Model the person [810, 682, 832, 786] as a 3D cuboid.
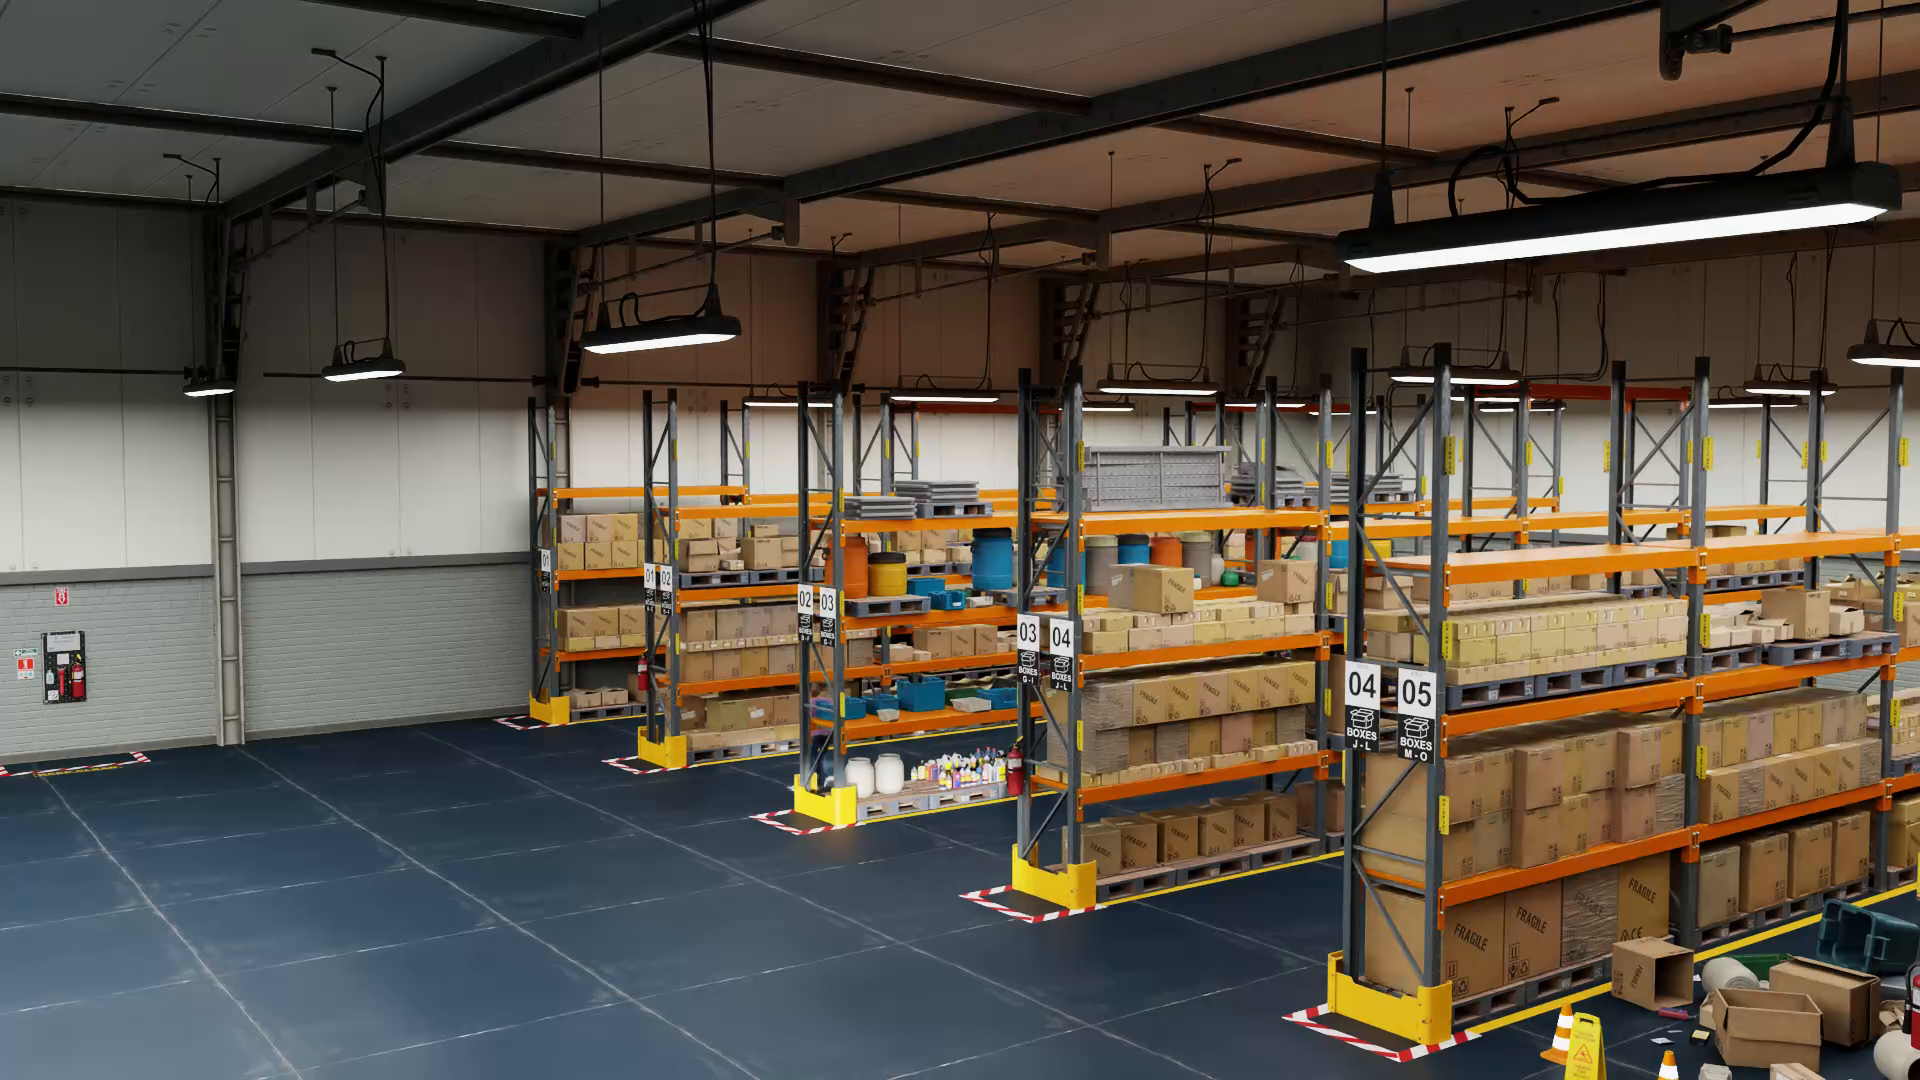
[{"bbox_3d":[-2.120,2.912,24.638,0.456,1.396,0.343,-2,4,-36],"label":"person"}]
